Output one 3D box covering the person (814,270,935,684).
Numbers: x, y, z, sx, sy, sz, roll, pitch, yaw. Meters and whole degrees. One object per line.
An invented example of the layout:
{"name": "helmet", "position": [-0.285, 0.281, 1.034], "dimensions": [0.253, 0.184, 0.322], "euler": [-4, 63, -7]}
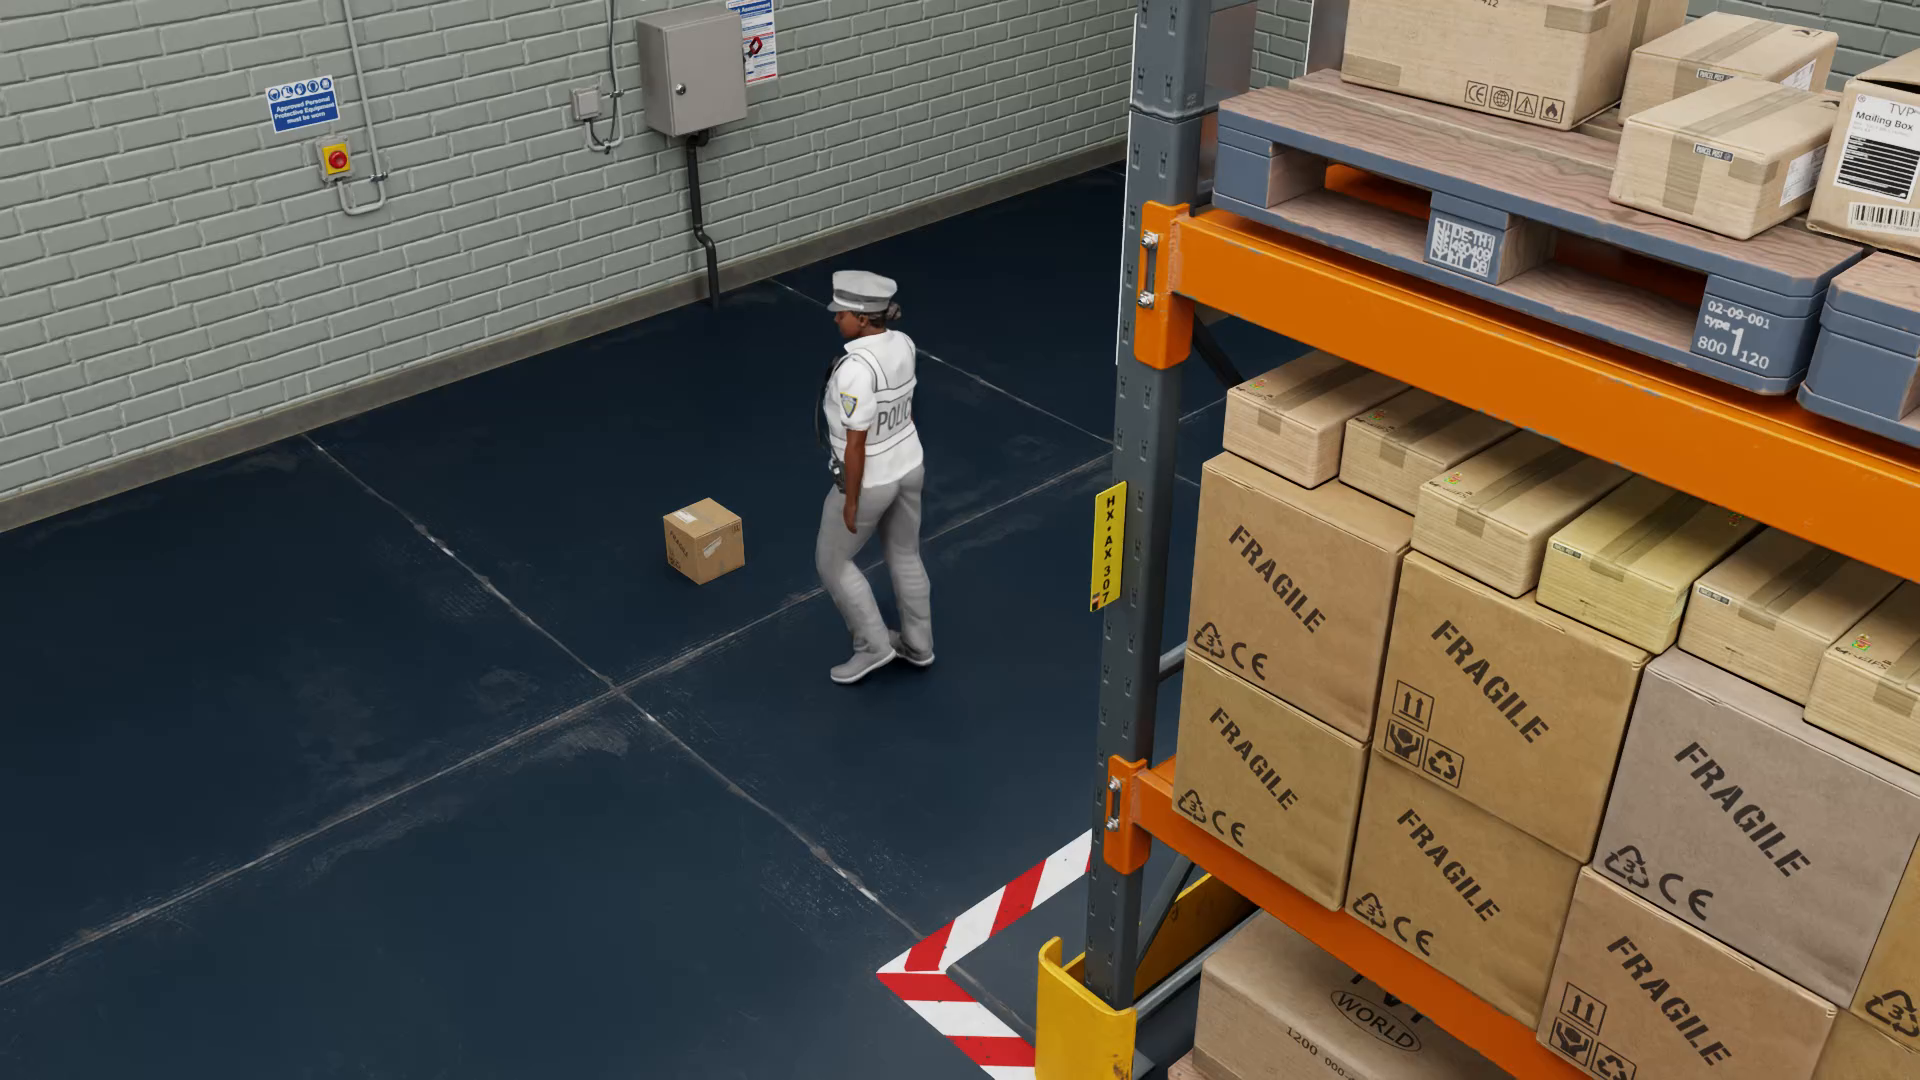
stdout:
{"name": "person", "position": [-0.309, -0.213, 6.476], "dimensions": [0.439, 1.668, 0.521], "euler": [20, 37, 28]}
